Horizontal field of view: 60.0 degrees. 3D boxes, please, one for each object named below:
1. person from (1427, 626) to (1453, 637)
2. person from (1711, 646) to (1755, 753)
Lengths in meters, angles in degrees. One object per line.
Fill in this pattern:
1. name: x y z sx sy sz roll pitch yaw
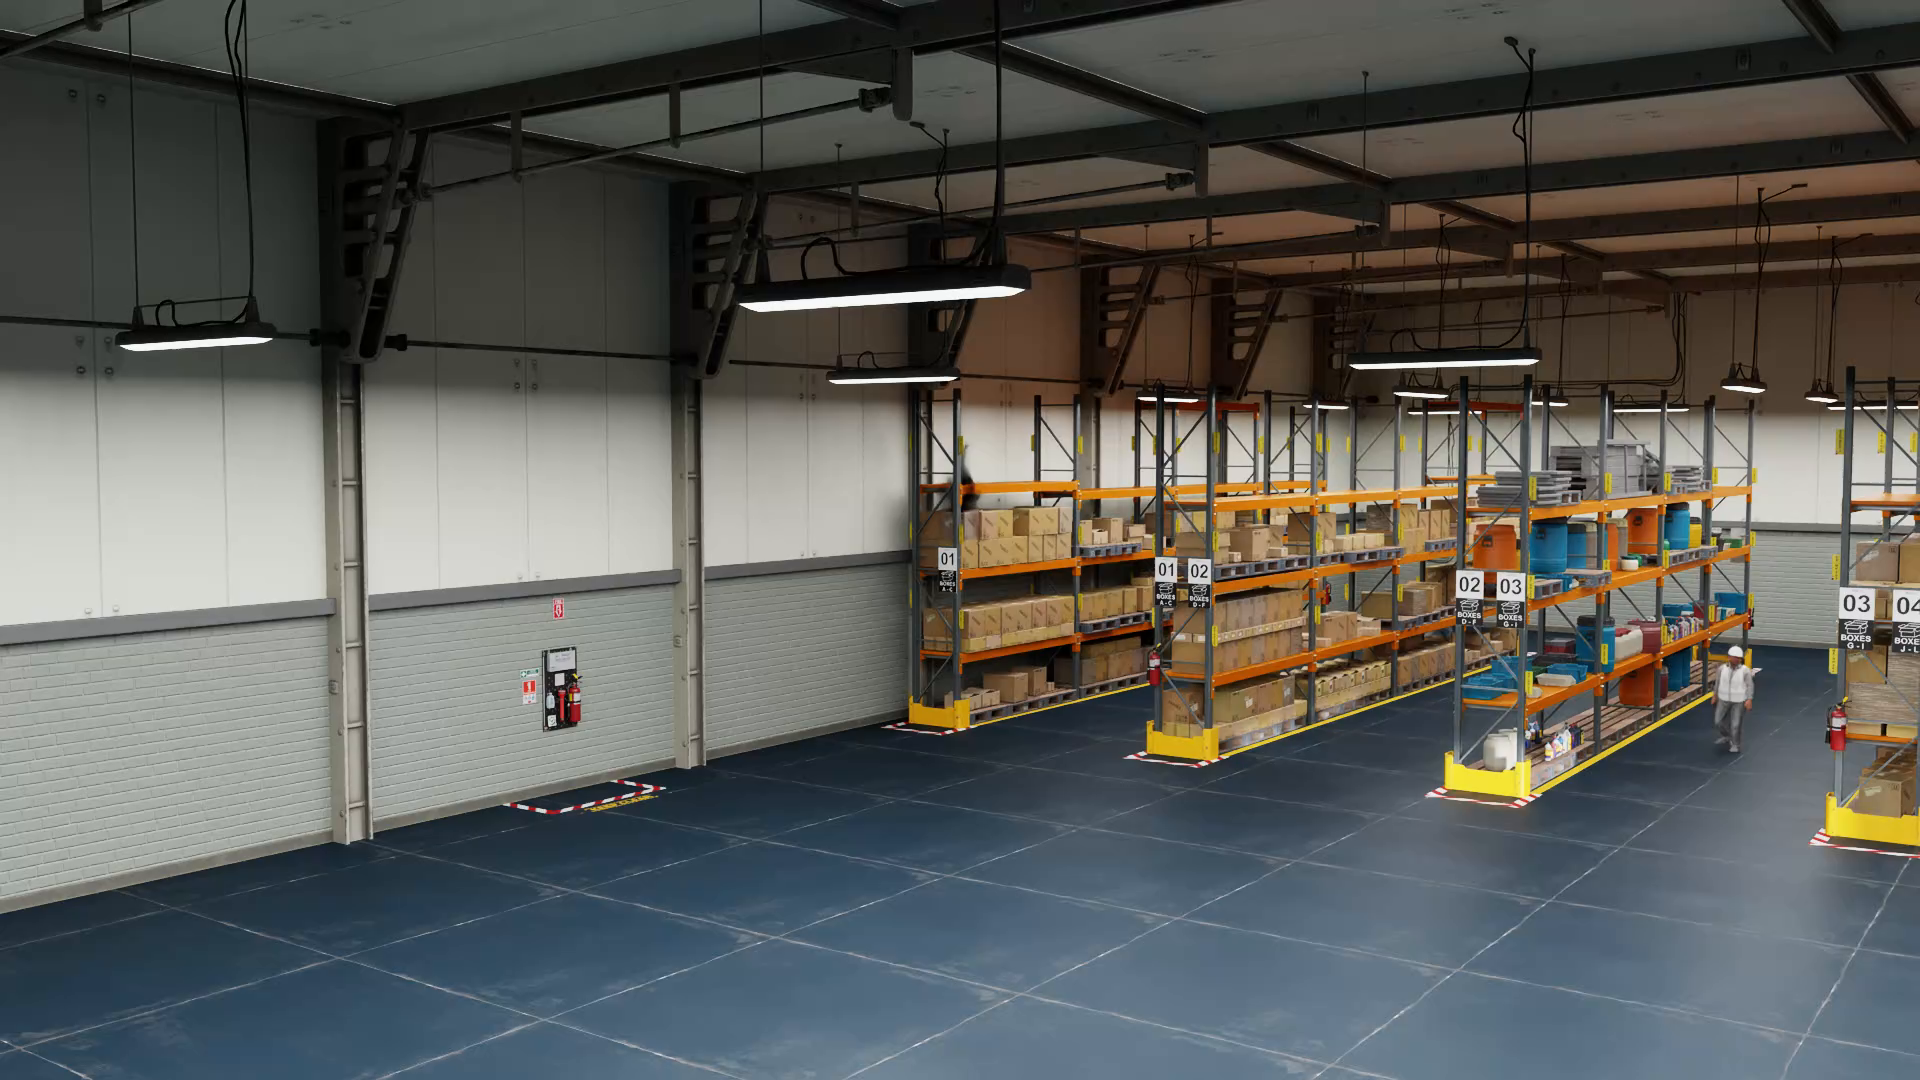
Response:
1. person: 12.301 1.819 42.328 0.576 1.530 0.994 -1 4 -24
2. person: 12.562 2.586 27.029 0.688 1.743 0.528 3 4 40
